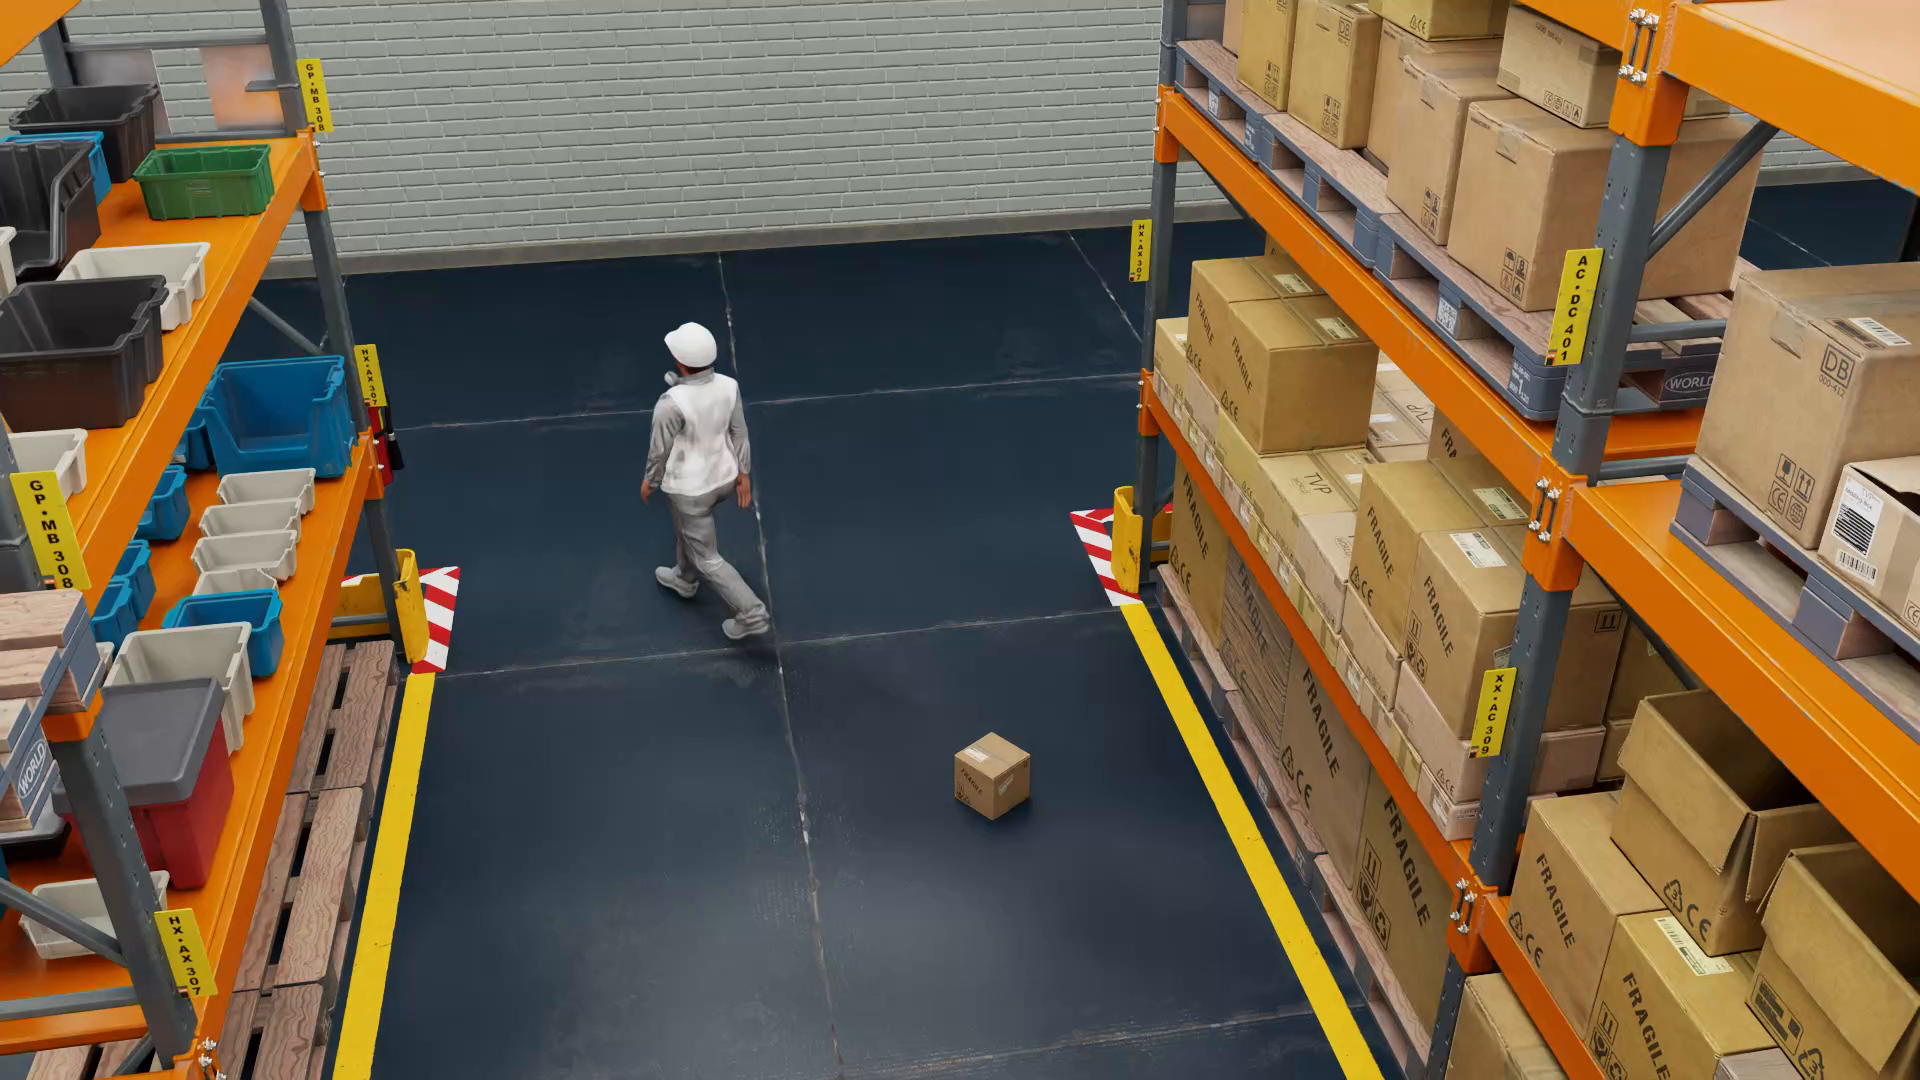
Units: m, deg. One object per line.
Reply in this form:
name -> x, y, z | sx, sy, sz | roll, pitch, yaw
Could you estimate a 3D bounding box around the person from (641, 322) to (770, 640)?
person -> -1.365, -0.325, 8.665 | 1.020, 1.730, 0.537 | 21, 36, 31
